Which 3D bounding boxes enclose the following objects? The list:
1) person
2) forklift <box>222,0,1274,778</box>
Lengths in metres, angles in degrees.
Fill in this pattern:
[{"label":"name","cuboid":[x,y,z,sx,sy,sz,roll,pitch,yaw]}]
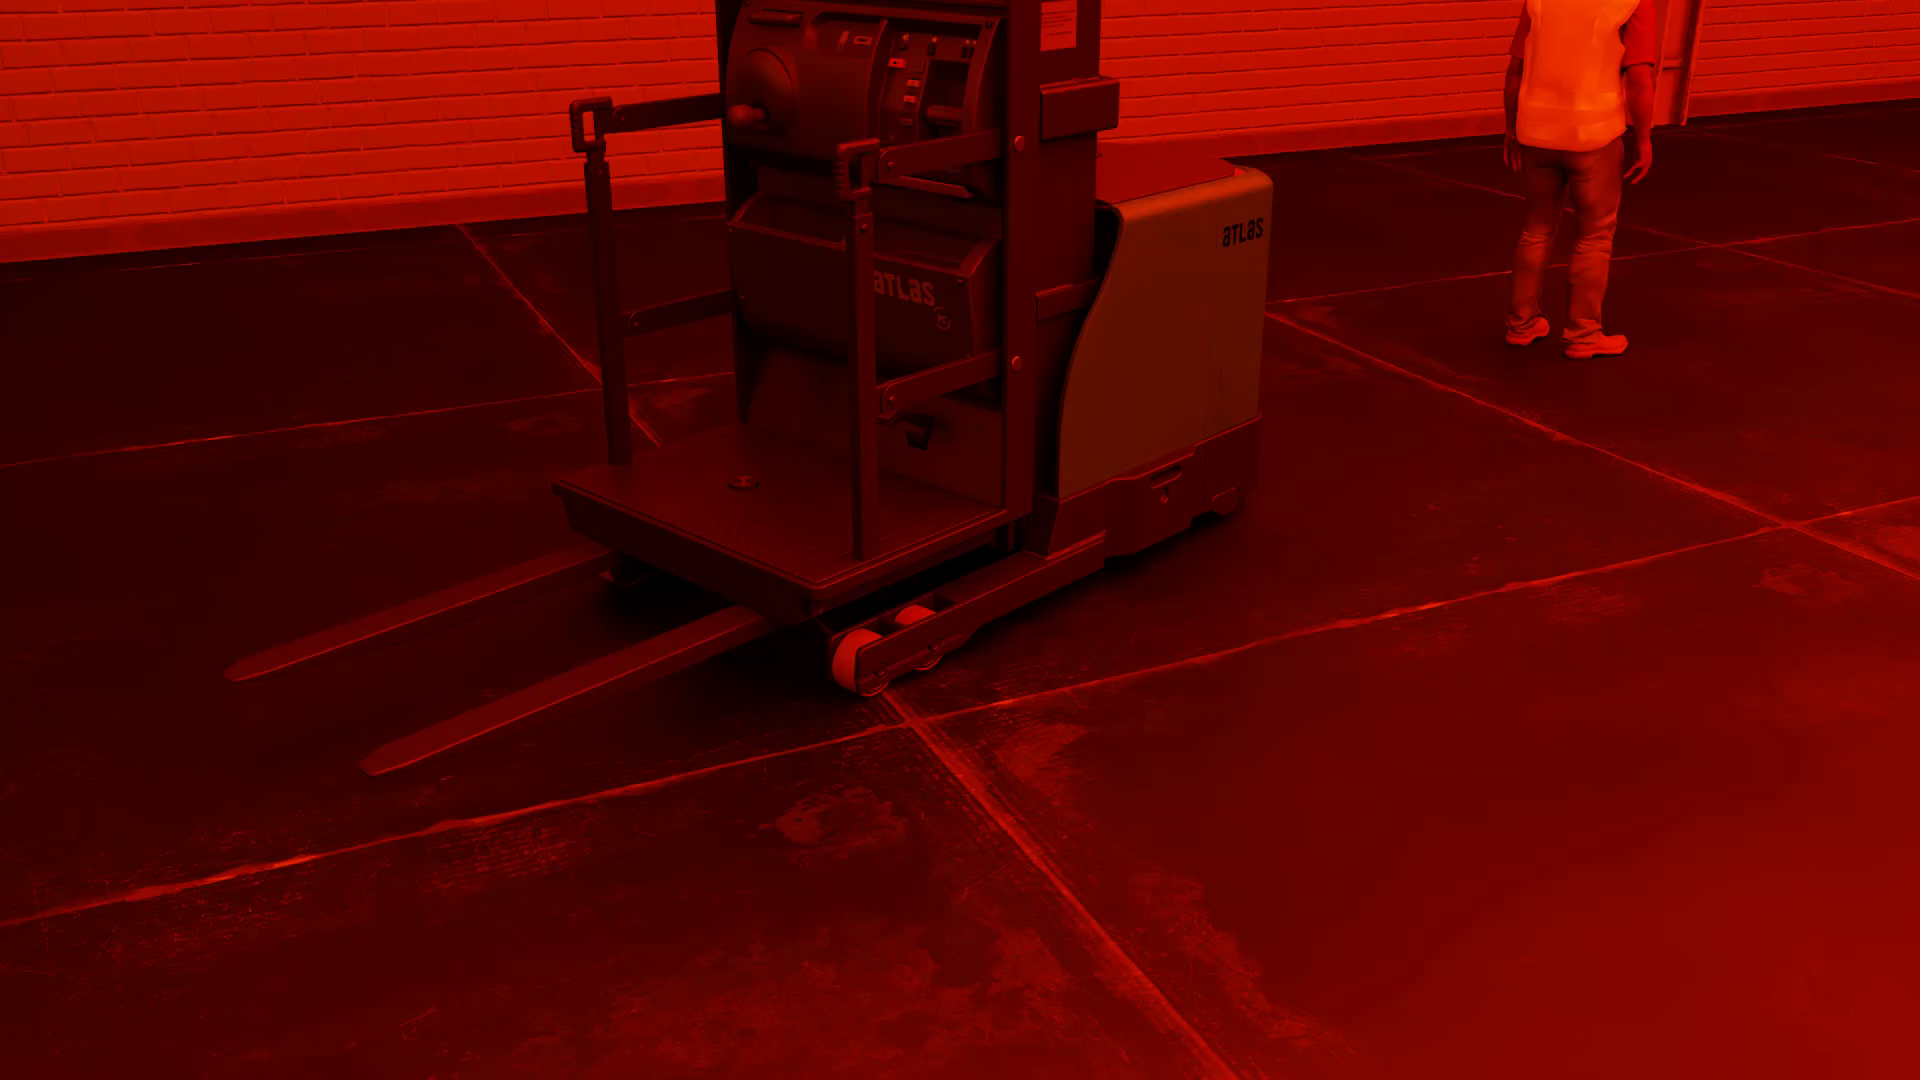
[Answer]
[{"label":"person","cuboid":[2.516,-1.648,6.786,0.462,1.759,0.633,-19,29,-39]},{"label":"forklift","cuboid":[-0.413,-1.182,4.131,1.130,2.935,3.031,19,29,39]}]
